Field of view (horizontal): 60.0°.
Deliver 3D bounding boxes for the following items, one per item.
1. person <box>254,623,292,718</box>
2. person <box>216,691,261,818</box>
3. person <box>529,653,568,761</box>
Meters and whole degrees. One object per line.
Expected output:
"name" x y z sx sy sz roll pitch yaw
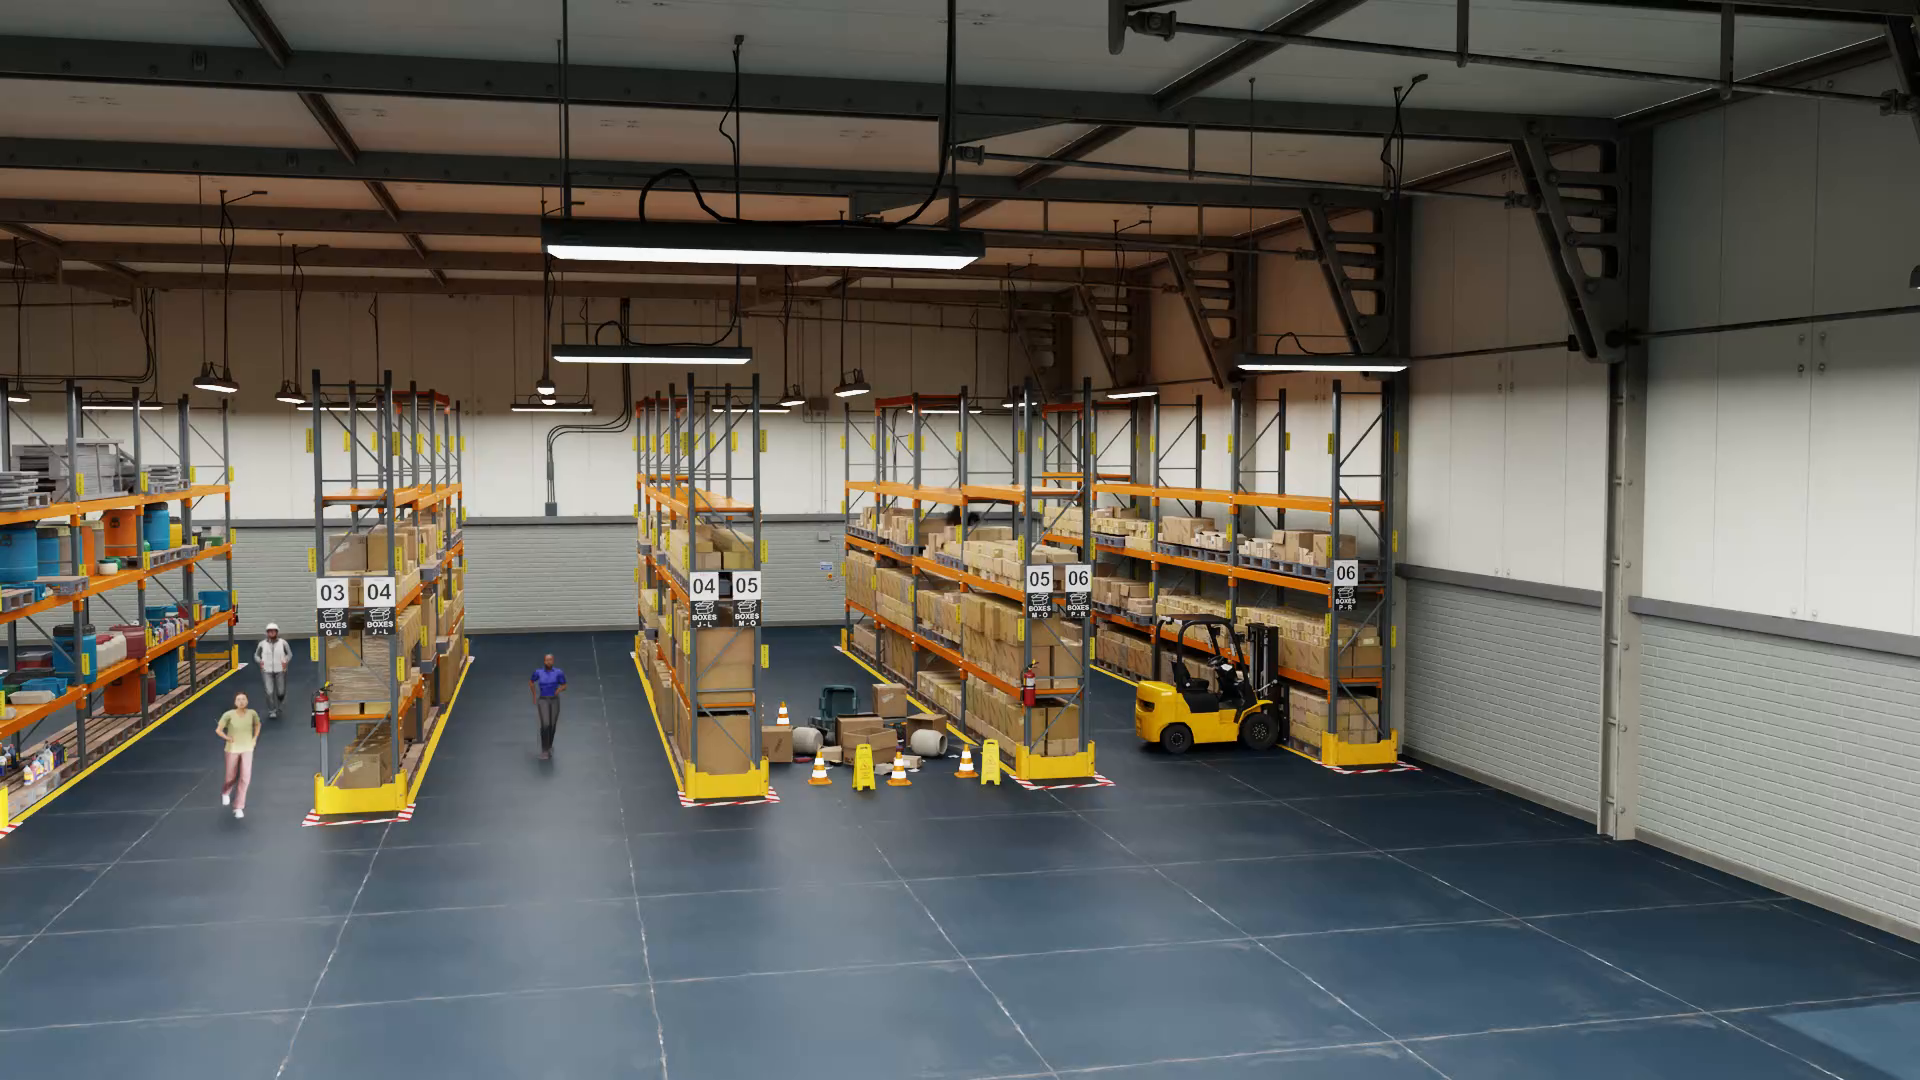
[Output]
"person" -12.556 2.384 30.400 0.656 1.722 0.607 -1 4 -22
"person" -9.776 2.873 22.570 0.590 1.662 0.851 -2 4 -31
"person" -6.560 2.663 26.581 0.562 1.709 0.742 -1 4 -24
